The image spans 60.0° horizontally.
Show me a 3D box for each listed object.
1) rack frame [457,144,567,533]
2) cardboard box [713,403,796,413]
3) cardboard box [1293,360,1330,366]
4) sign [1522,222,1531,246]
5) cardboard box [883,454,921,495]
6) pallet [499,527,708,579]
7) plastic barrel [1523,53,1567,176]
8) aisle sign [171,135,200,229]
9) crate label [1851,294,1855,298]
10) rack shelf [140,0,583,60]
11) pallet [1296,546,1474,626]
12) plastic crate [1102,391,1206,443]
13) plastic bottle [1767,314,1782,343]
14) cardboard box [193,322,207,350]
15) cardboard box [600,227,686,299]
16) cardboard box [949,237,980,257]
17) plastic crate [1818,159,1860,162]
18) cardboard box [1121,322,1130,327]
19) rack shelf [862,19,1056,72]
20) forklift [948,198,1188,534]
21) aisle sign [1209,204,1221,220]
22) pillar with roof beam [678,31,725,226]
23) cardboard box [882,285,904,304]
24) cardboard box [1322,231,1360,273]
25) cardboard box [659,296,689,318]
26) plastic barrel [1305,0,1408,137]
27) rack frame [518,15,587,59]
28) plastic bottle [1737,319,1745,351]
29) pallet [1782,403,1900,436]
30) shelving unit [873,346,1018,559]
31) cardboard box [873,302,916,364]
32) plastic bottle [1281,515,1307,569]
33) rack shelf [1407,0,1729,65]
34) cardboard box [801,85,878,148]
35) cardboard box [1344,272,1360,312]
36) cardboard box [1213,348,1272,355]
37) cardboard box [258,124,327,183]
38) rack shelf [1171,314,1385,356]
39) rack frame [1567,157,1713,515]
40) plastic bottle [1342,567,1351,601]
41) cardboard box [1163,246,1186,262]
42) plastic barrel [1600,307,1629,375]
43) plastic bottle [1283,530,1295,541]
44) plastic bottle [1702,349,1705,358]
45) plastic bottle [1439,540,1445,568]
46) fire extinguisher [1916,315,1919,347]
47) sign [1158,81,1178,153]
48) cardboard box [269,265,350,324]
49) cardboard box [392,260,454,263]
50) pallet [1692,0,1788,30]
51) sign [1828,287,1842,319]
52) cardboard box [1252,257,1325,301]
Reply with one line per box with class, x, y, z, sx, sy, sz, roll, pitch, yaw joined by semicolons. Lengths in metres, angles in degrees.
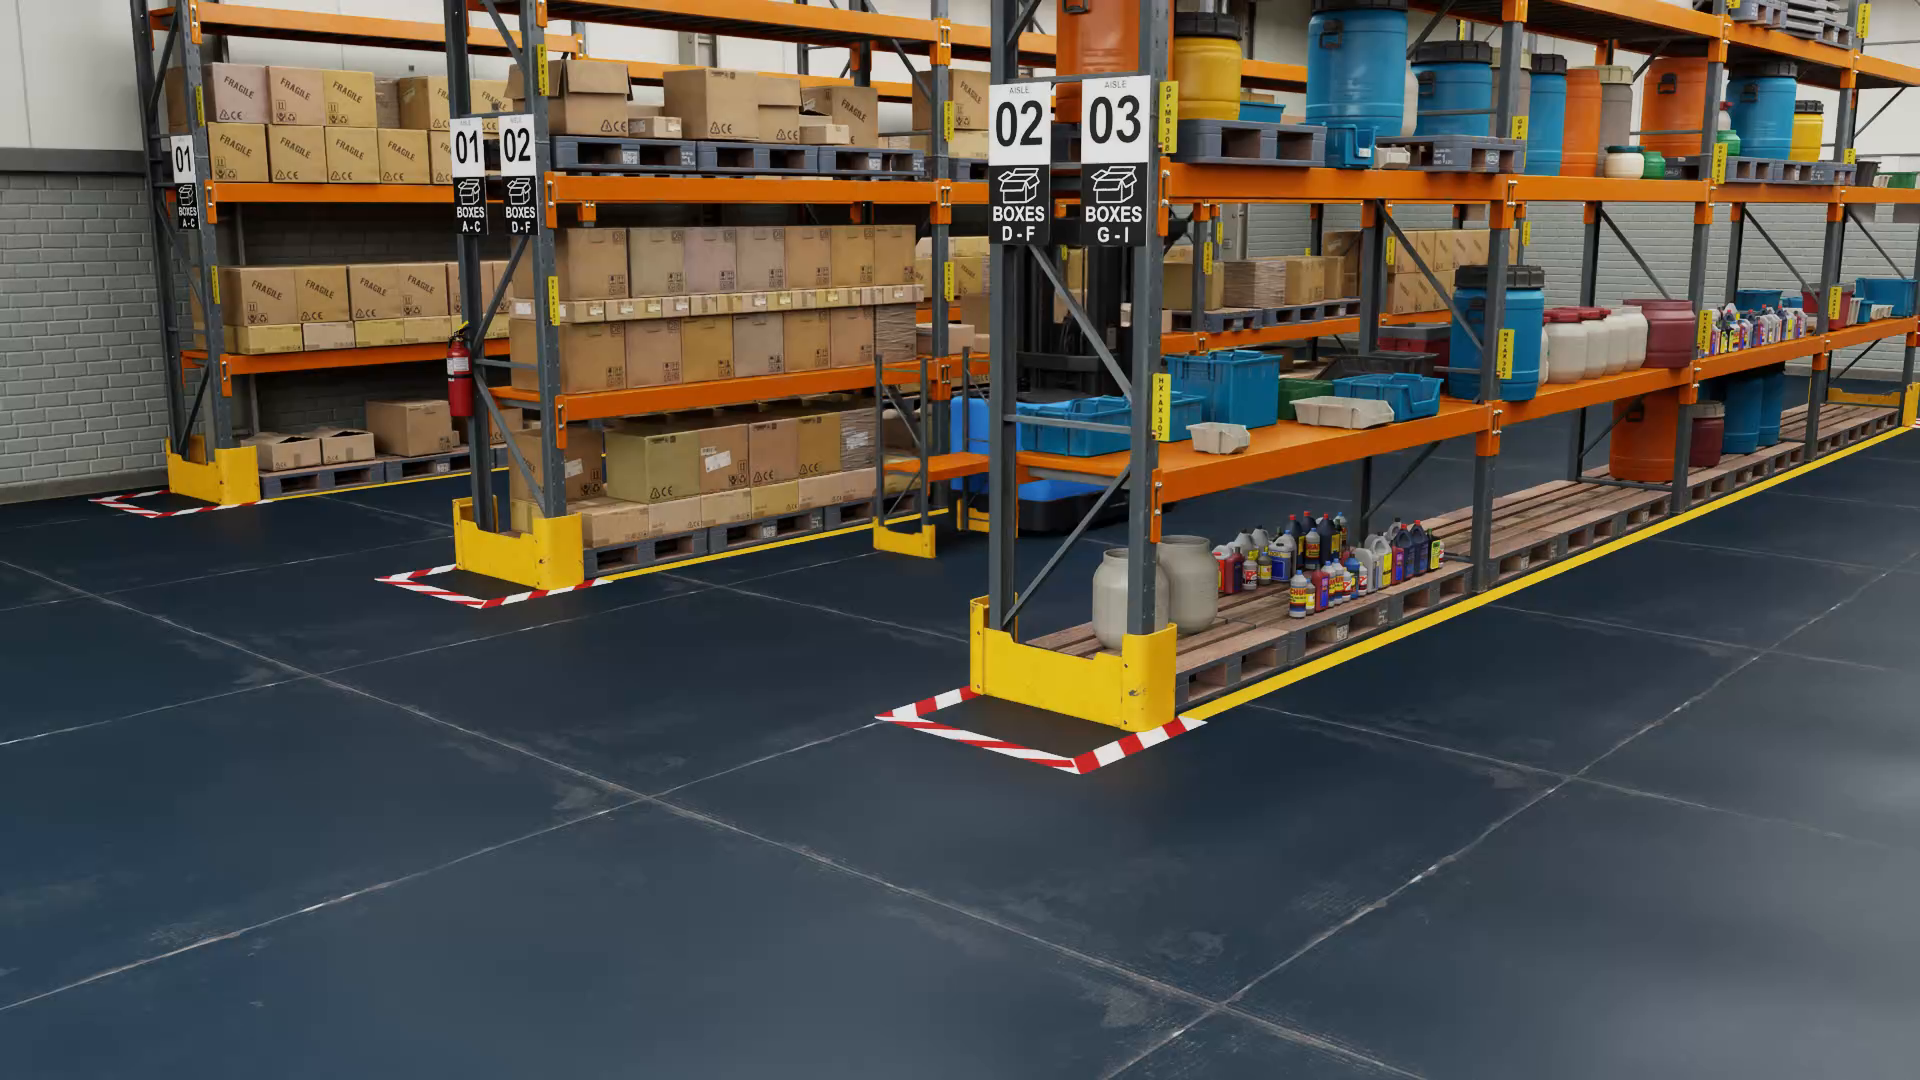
rack frame;-3.151;-1.222;11.673;1.000;3.000;0.127;10;15;40
cardboard box;-1.712;-0.861;13.898;0.500;0.500;0.500;10;15;40
cardboard box;4.267;-1.938;20.515;0.500;0.500;0.500;9;14;38
sign;7.814;-4.224;22.940;0.100;0.325;0.005;10;15;40
cardboard box;-0.653;-0.572;14.364;0.500;0.250;0.500;10;15;40
pallet;-2.678;0.027;12.536;1.003;0.211;1.213;10;15;40
plastic barrel;4.243;-3.182;12.546;0.600;0.901;0.708;10;15;40
aisle sign;-6.697;-3.088;14.375;0.394;0.787;0.004;10;15;40
crate label;10.718;-2.889;20.291;0.416;0.233;0.303;10;15;40
rack shelf;-5.555;-4.744;15.833;1.077;0.370;4.000;10;15;40
pallet;2.733;0.291;11.215;1.003;0.211;1.213;10;15;40
plastic crate;1.105;-0.716;9.515;0.499;0.251;0.408;10;15;40
plastic bottle;7.897;-2.058;16.175;0.152;0.276;0.135;10;15;40
cardboard box;-6.712;-1.892;15.359;0.500;0.250;0.500;10;15;41
cardboard box;-2.456;-2.060;12.301;0.700;0.500;0.500;9;15;39
cardboard box;-0.087;-3.874;21.970;0.500;0.250;0.500;9;15;39
plastic crate;9.914;-4.187;19.014;0.504;0.338;0.767;10;15;40
cardboard box;1.743;-2.108;16.749;0.380;0.149;0.250;10;15;40
rack shelf;0.809;-4.498;15.614;1.077;0.370;4.000;10;15;40
forklift;1.243;-1.718;14.330;1.130;2.935;3.031;9;15;40
aisle sign;3.960;-5.463;26.267;0.394;0.787;0.004;10;15;40
pillar with roof beam;0.132;-5.345;16.997;9.100;9.000;0.400;10;15;40
cardboard box;-0.694;-2.074;14.026;0.380;0.149;0.250;9;15;39
cardboard box;4.909;-3.635;20.944;0.500;0.500;0.500;10;15;41
cardboard box;-2.225;-1.732;12.312;0.380;0.149;0.250;9;15;39
plastic barrel;2.470;-2.960;10.362;0.600;0.901;0.708;10;15;40
rack frame;-4.235;-5.393;17.235;1.000;3.000;0.127;10;15;40
plastic bottle;7.173;-1.887;15.299;0.061;0.283;0.133;10;15;40
pallet;10.555;-1.452;19.940;1.003;0.211;1.213;10;15;40
shelving unit;-0.103;-0.712;12.945;0.587;1.500;1.083;9;15;40
cardboard box;-0.799;-1.794;14.278;0.700;0.500;0.500;9;15;39
plastic bottle;2.238;0.006;11.161;0.144;0.351;0.185;9;14;38
rack shelf;4.528;-3.857;12.405;1.077;0.370;4.000;10;15;40
cardboard box;-1.042;-3.565;14.060;0.500;0.500;0.500;-11;15;-43
cardboard box;4.907;-3.144;21.037;0.500;0.500;0.500;10;15;41
cardboard box;3.277;-2.085;19.335;0.500;0.250;0.500;9;15;39
cardboard box;-6.085;-3.483;15.028;0.500;0.500;0.500;-11;16;-44
rack shelf;3.450;-2.341;19.109;1.077;0.370;4.000;10;15;40
rack frame;5.848;-1.758;14.356;1.000;3.000;0.127;10;15;40
plastic bottle;2.355;0.269;10.227;0.097;0.201;0.097;0;11;0
cardboard box;2.886;-4.179;25.708;0.980;0.700;0.700;10;15;40
plastic barrel;5.051;-1.572;13.139;0.421;0.512;0.421;0;11;0
plastic bottle;2.169;0.072;11.036;0.097;0.271;0.097;0;11;0
plastic bottle;6.473;-1.731;14.546;0.097;0.271;0.097;0;11;0
plastic bottle;3.202;0.080;11.172;0.097;0.201;0.097;0;11;0
fire extinguisher;11.570;-2.678;20.110;0.296;0.674;0.183;10;15;40
sign;0.977;-1.985;7.809;0.100;0.325;0.005;10;15;40
cardboard box;-6.000;-2.269;15.330;0.500;0.500;0.500;10;15;41
cardboard box;-5.379;-2.564;16.809;0.500;0.500;0.500;10;15;42
pallet;6.347;-4.514;14.338;1.213;0.211;1.003;10;15;40
sign;8.900;-2.411;16.918;0.100;0.325;0.005;10;15;40
cardboard box;3.883;-3.093;19.709;0.500;0.500;0.700;-9;15;-39
